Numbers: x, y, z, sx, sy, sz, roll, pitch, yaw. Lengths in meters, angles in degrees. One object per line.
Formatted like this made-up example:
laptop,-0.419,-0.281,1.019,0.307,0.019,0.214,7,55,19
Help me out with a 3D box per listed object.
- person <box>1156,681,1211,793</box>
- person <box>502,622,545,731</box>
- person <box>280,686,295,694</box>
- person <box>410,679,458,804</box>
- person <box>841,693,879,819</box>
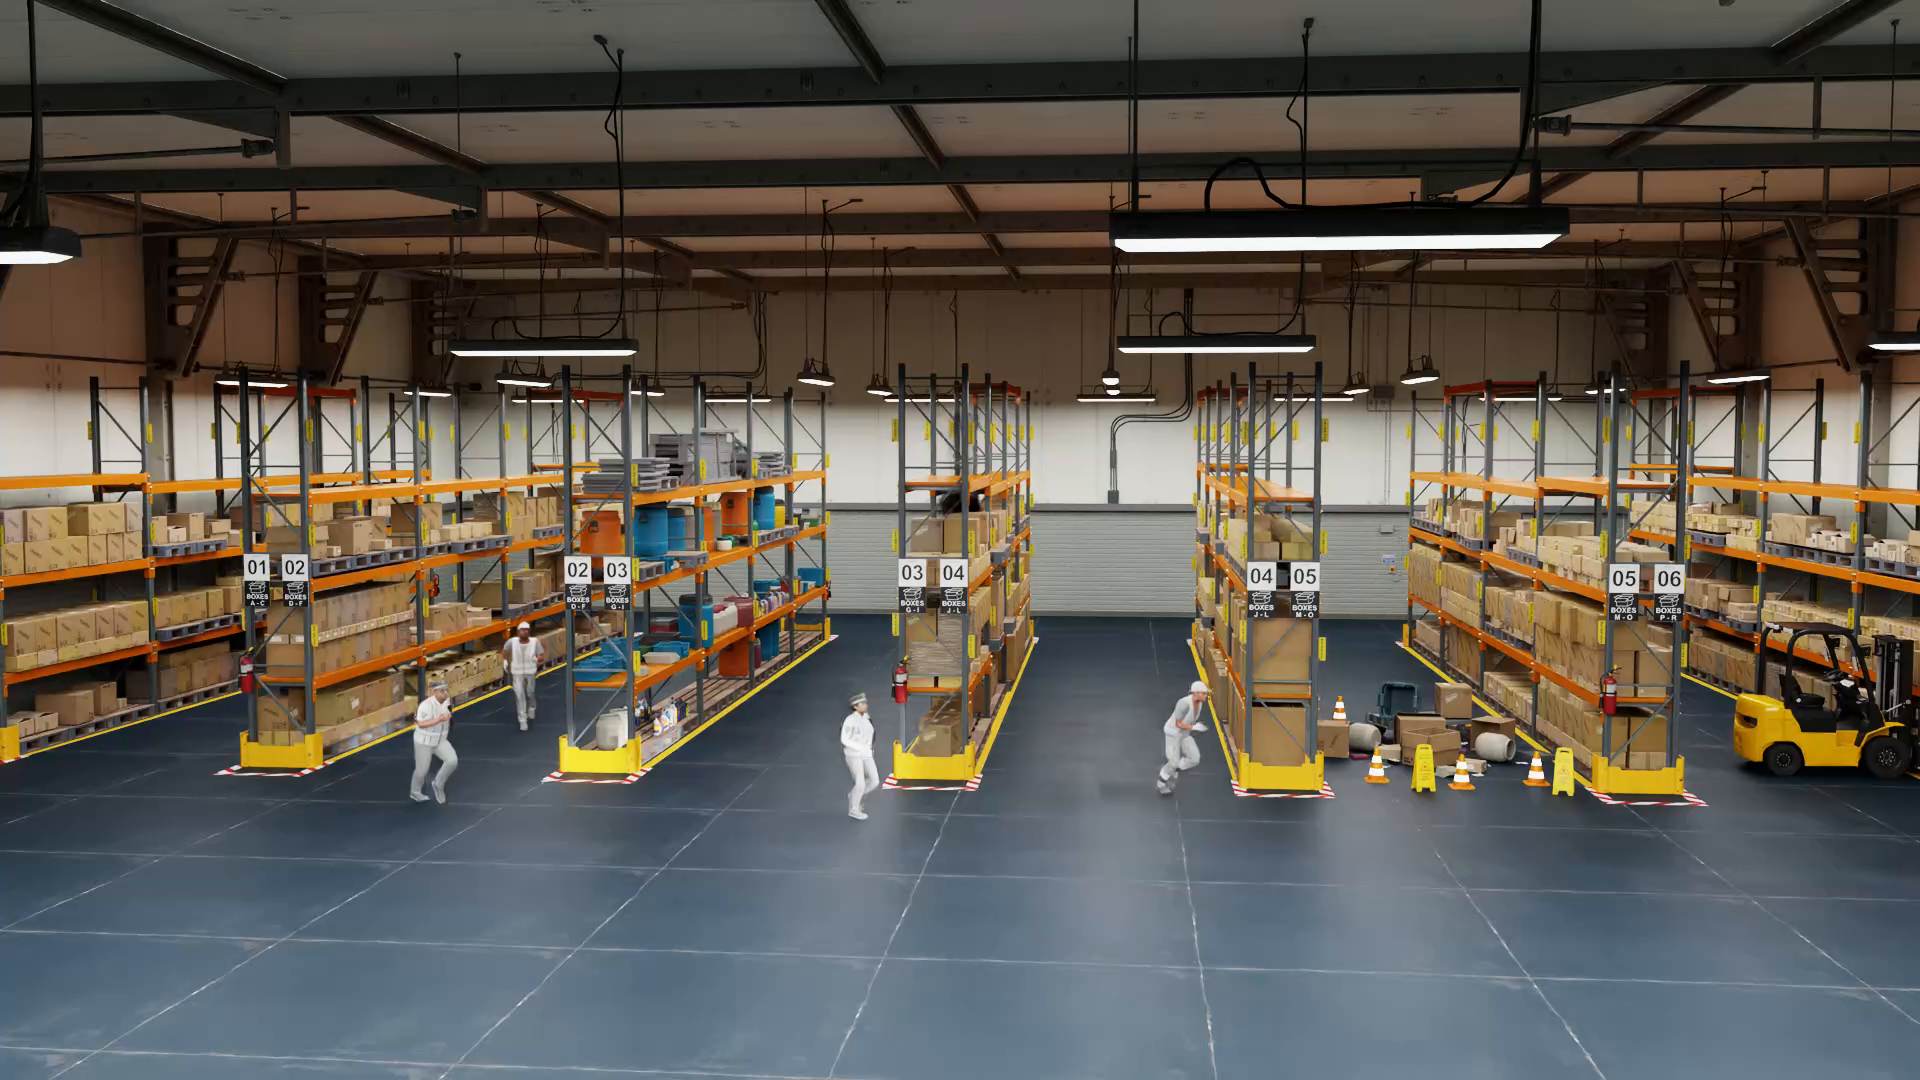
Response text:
person,3.118,2.719,22.945,0.889,1.605,0.700,3,5,41
person,-7.431,2.283,28.349,0.673,1.788,1.012,-1,4,-17
person,-12.497,2.217,31.006,0.536,1.702,0.864,-1,4,-16
person,-7.064,2.701,22.303,0.910,1.718,0.644,3,5,35
person,-1.293,2.792,21.522,0.537,1.659,0.619,3,5,37
